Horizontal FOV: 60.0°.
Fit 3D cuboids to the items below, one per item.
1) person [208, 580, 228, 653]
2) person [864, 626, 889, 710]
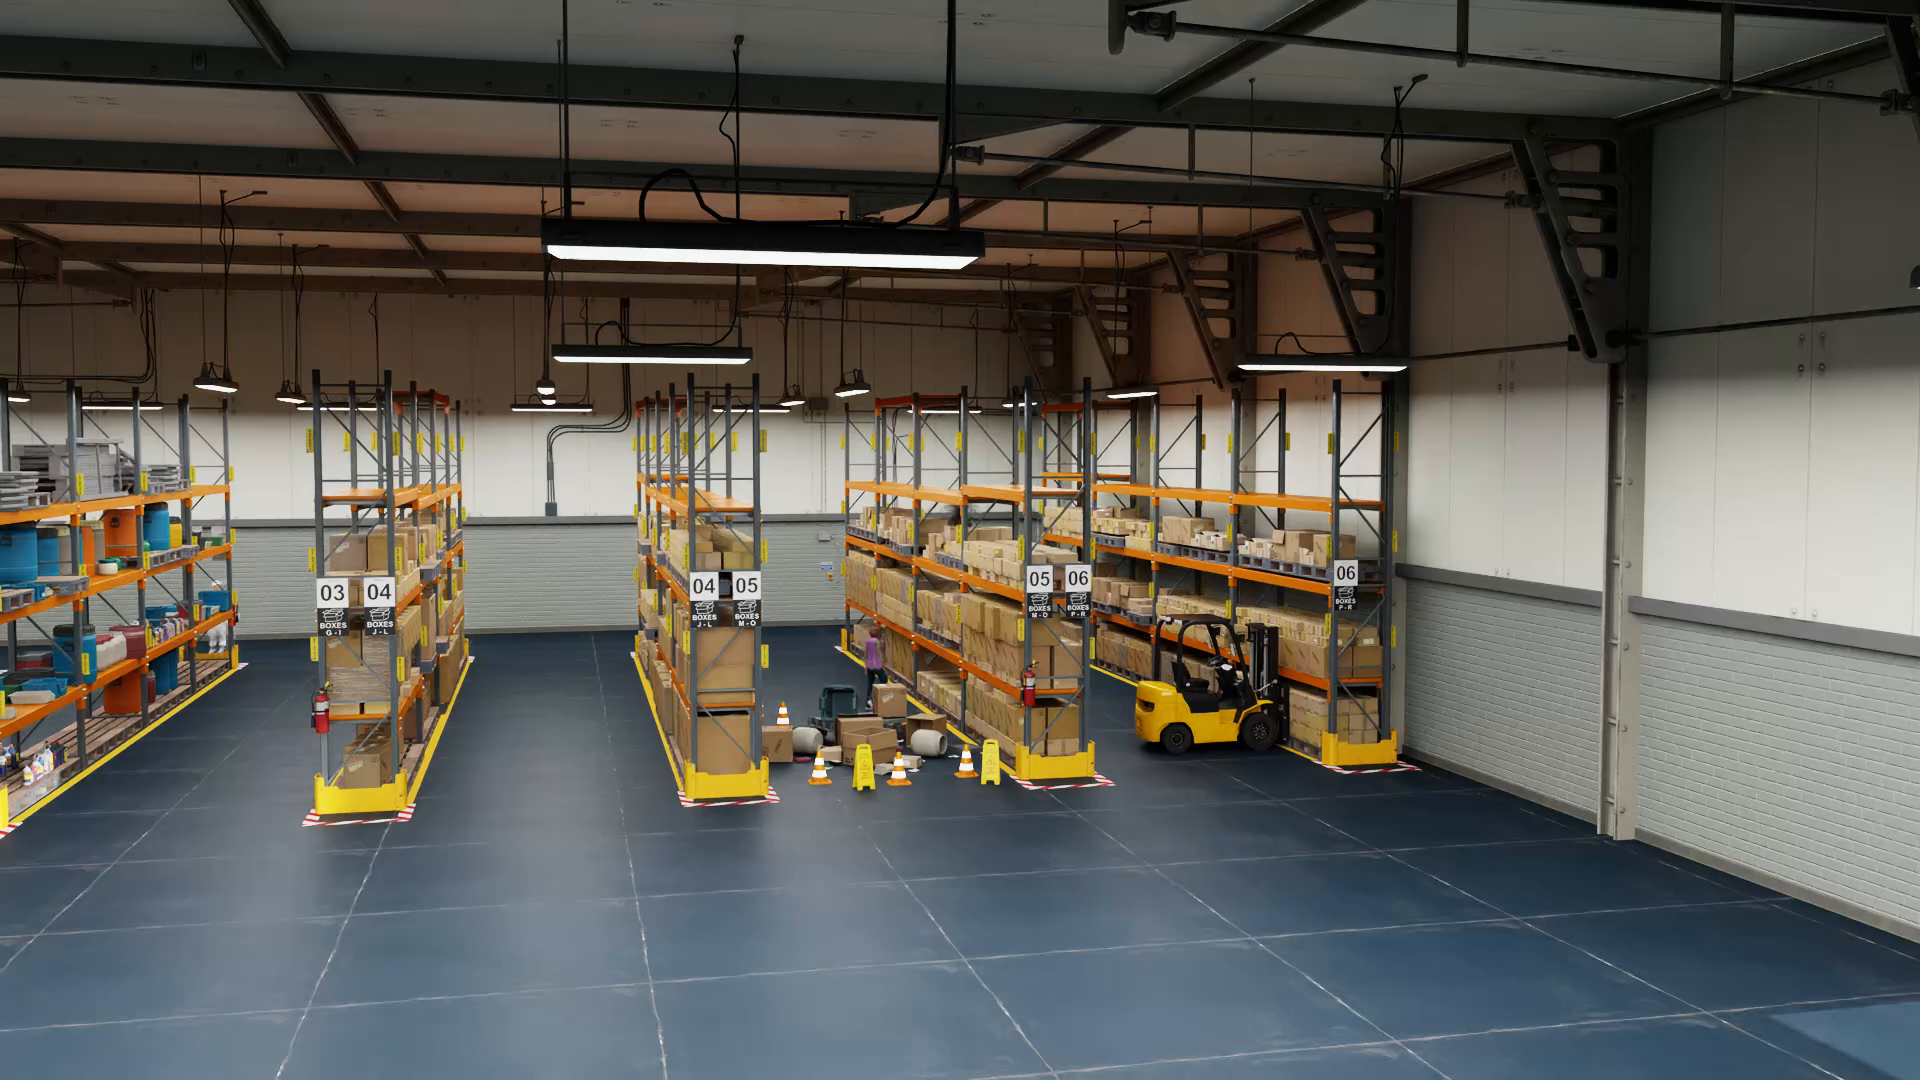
[{"bbox_3d":[-17.498,1.876,39.211,0.527,1.841,0.529,-1,4,-23],"label":"person"},{"bbox_3d":[-1.632,2.424,31.027,0.405,1.562,0.550,-3,4,-42],"label":"person"}]
